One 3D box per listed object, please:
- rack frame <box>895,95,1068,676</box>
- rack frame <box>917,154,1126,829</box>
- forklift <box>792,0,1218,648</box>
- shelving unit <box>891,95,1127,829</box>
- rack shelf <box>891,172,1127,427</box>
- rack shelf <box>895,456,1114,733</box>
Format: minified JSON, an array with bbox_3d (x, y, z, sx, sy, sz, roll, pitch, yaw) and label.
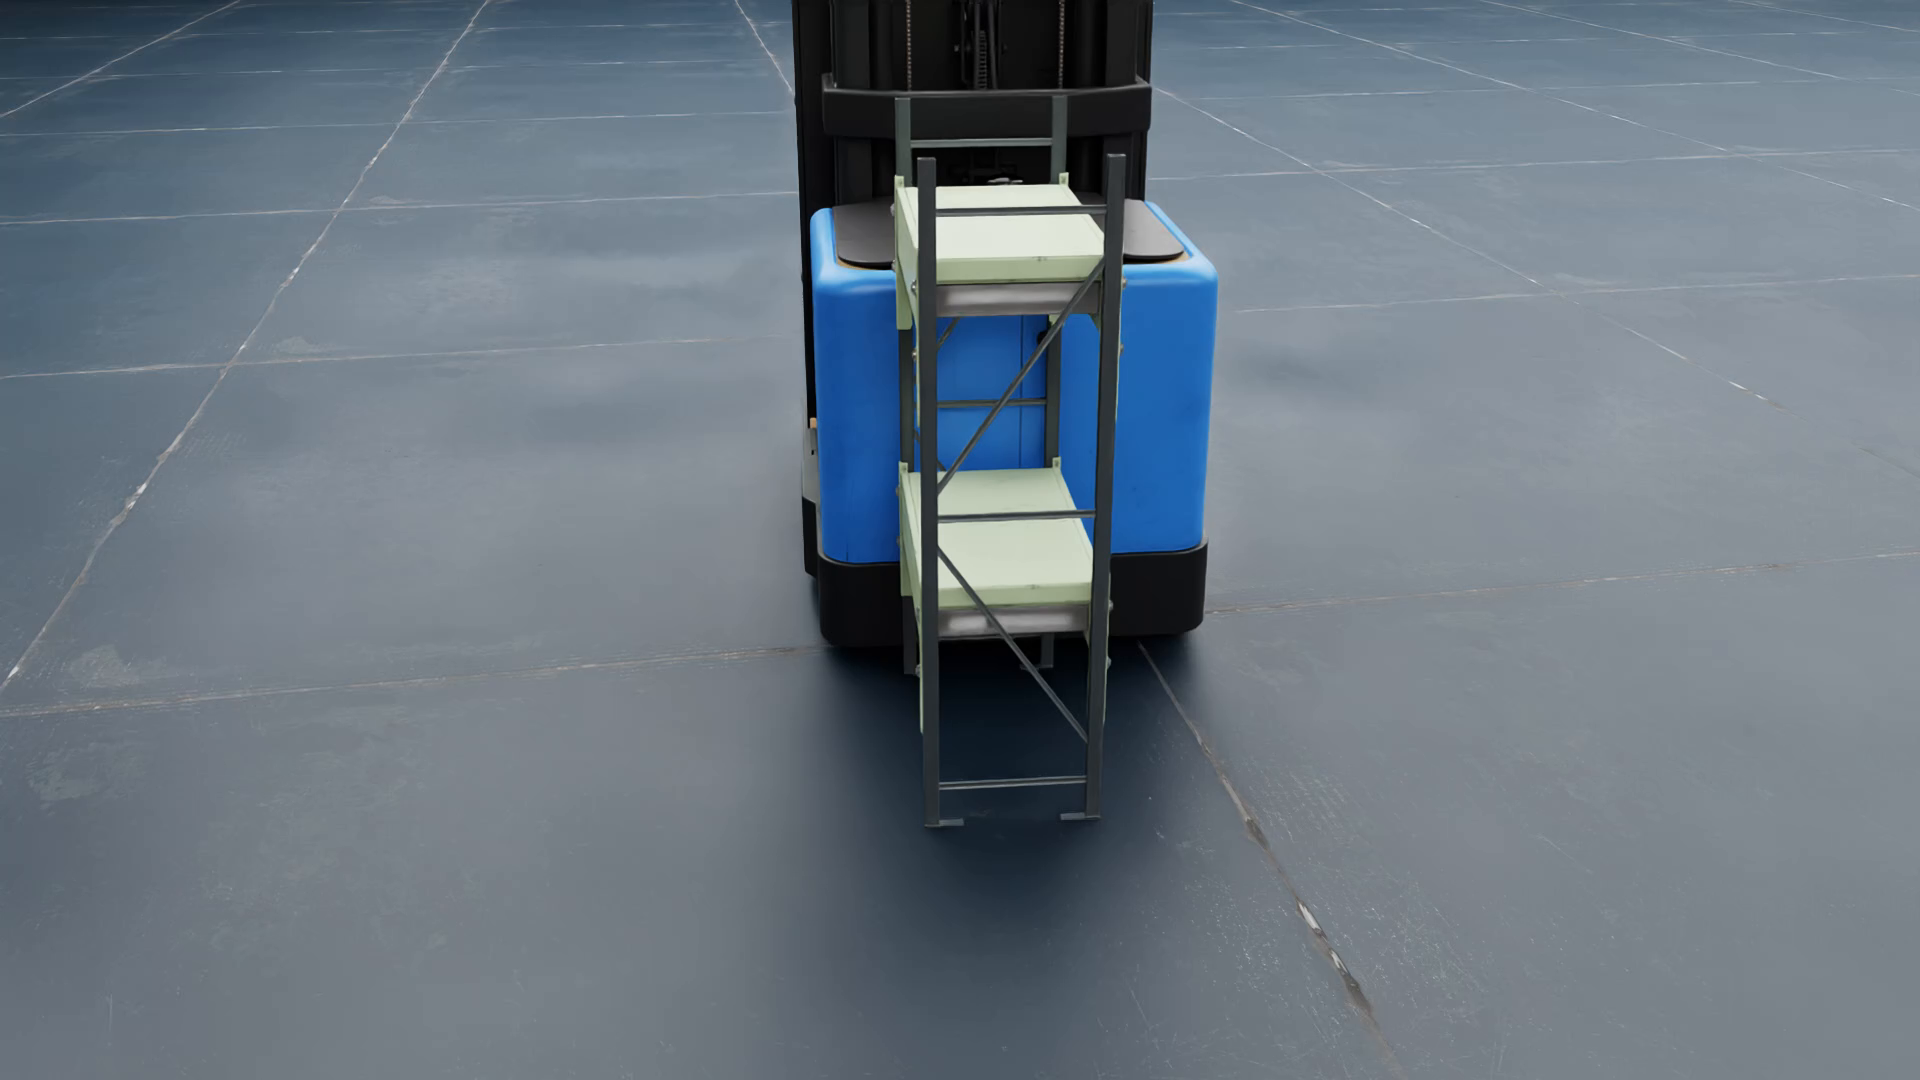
[{"bbox_3d":[0.050,-0.338,4.150,0.400,1.500,0.023,-2,24,-5],"label":"rack frame"},{"bbox_3d":[0.119,-0.046,3.482,0.400,1.500,0.023,-2,24,-5],"label":"rack frame"},{"bbox_3d":[0.013,-1.610,5.275,1.130,2.935,3.031,-2,24,-5],"label":"forklift"},{"bbox_3d":[0.084,-0.192,3.816,0.431,1.500,0.755,-2,24,-5],"label":"shelving unit"},{"bbox_3d":[0.084,-0.550,3.659,0.431,0.370,0.720,-2,24,-5],"label":"rack shelf"},{"bbox_3d":[0.084,0.107,3.946,0.431,0.370,0.720,-2,24,-5],"label":"rack shelf"}]
